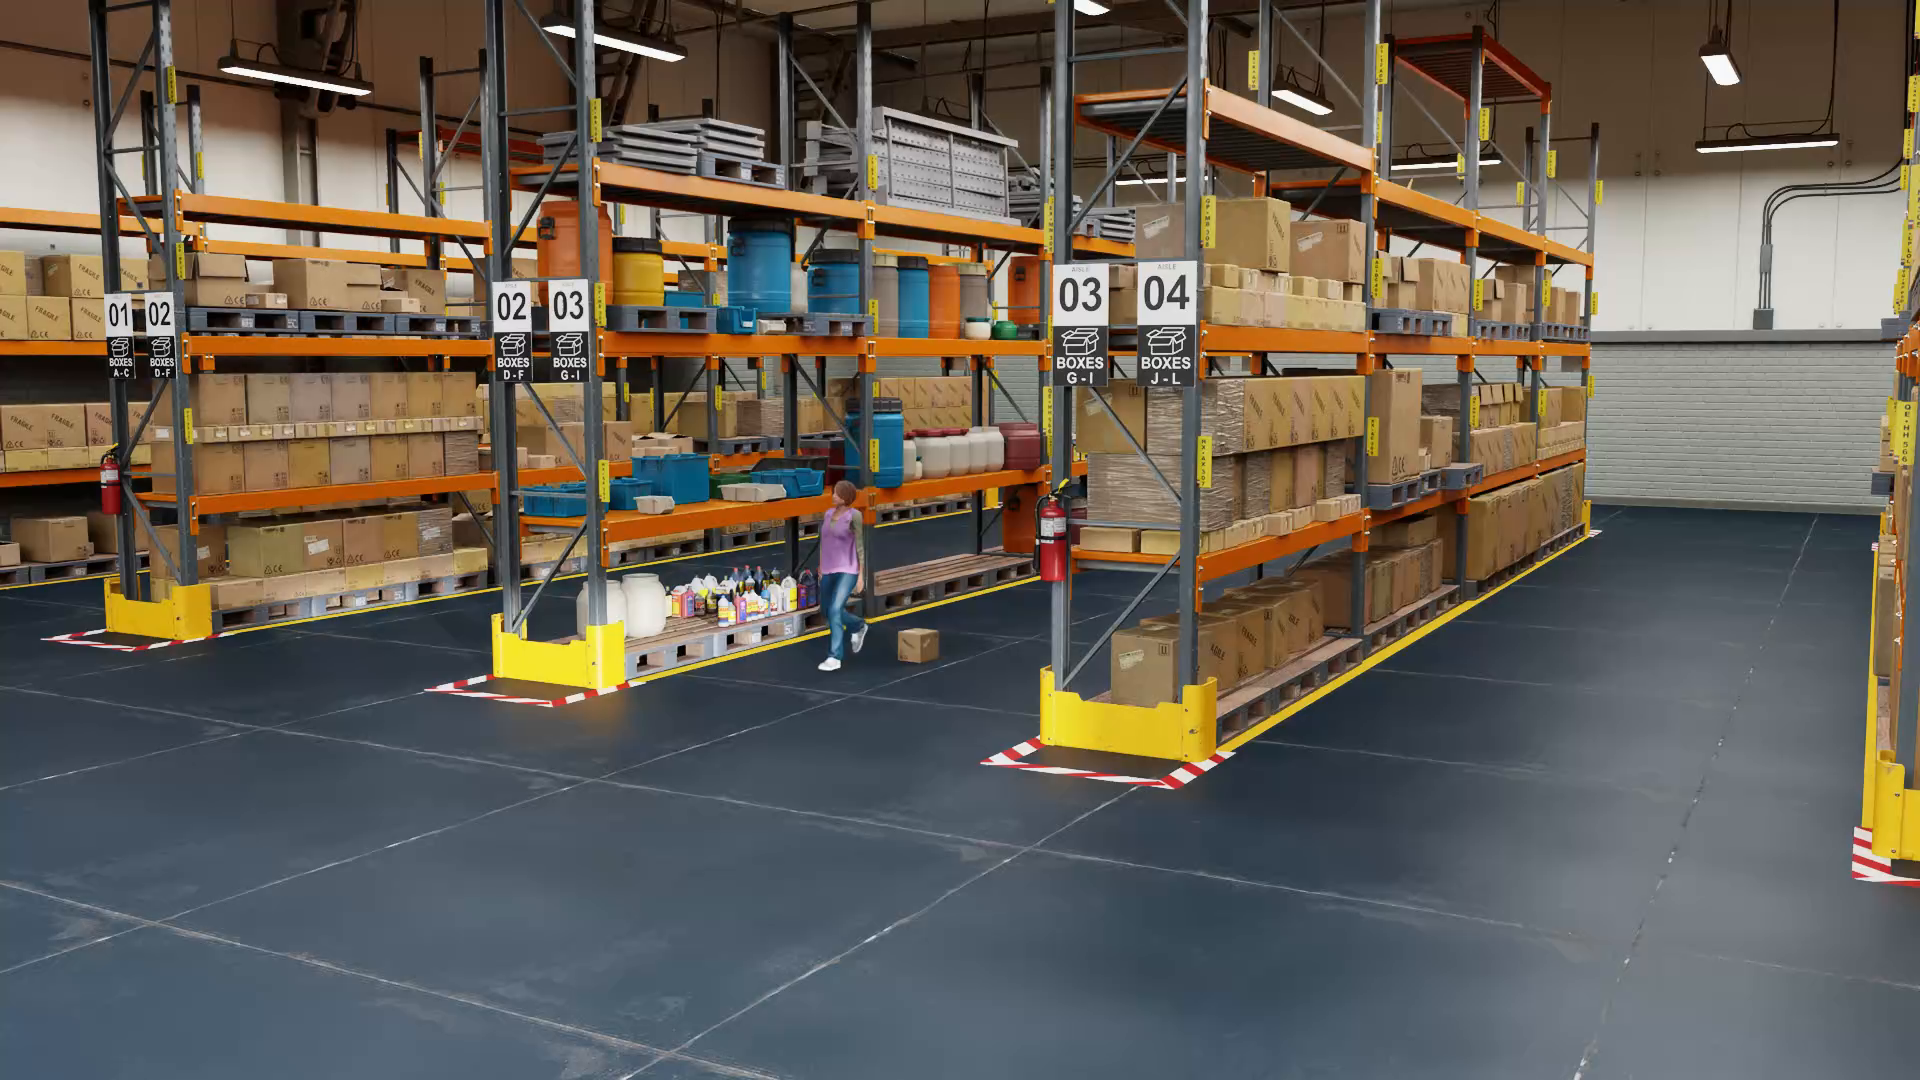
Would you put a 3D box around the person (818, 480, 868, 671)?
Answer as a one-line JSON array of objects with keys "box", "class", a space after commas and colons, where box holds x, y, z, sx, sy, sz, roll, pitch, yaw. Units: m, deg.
[{"box": [-0.974, 0.272, 13.921, 0.418, 1.564, 0.738, 5, 8, 39], "class": "person"}]
